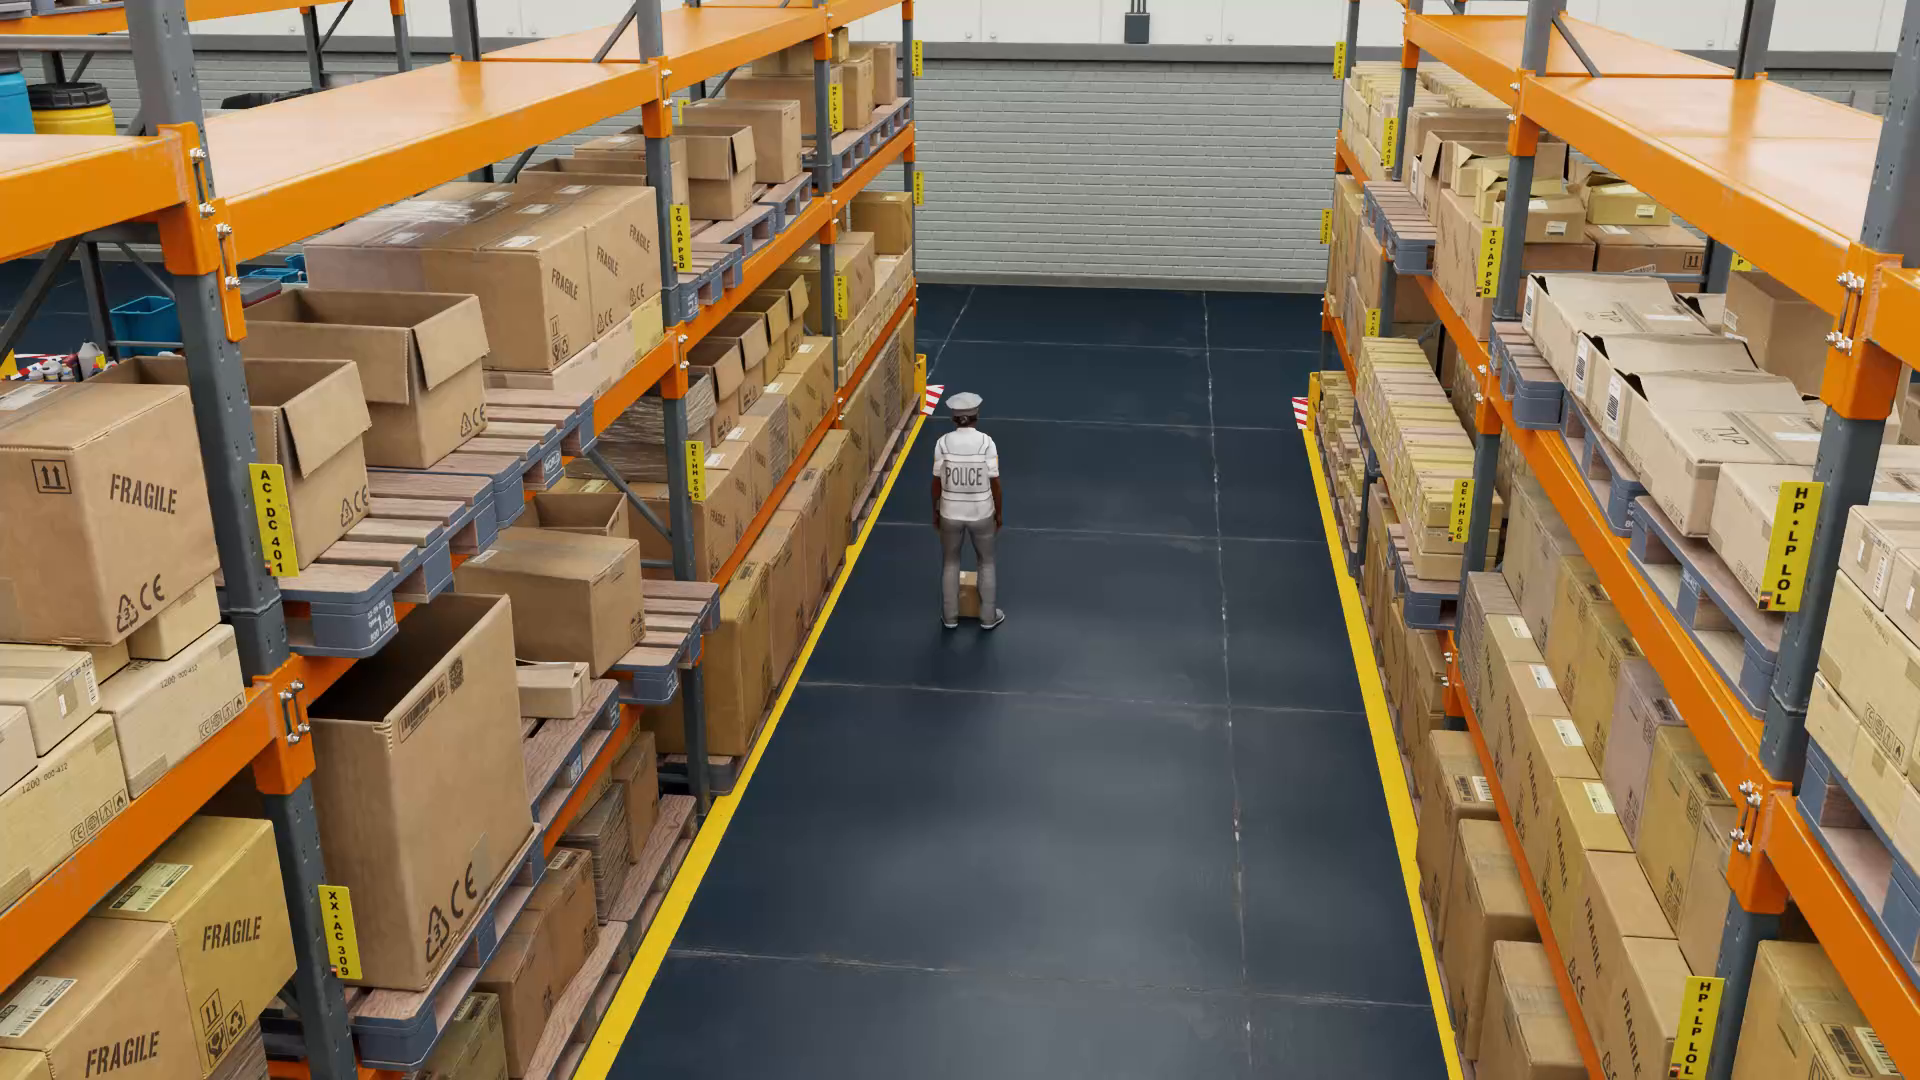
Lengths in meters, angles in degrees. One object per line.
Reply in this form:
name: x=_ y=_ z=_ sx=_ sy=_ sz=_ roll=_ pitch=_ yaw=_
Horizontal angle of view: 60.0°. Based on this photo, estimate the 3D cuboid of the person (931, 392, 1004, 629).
person: x=0.055 y=-0.177 z=11.540 sx=0.506 sy=1.657 sz=0.395 roll=2 pitch=21 yaw=5
